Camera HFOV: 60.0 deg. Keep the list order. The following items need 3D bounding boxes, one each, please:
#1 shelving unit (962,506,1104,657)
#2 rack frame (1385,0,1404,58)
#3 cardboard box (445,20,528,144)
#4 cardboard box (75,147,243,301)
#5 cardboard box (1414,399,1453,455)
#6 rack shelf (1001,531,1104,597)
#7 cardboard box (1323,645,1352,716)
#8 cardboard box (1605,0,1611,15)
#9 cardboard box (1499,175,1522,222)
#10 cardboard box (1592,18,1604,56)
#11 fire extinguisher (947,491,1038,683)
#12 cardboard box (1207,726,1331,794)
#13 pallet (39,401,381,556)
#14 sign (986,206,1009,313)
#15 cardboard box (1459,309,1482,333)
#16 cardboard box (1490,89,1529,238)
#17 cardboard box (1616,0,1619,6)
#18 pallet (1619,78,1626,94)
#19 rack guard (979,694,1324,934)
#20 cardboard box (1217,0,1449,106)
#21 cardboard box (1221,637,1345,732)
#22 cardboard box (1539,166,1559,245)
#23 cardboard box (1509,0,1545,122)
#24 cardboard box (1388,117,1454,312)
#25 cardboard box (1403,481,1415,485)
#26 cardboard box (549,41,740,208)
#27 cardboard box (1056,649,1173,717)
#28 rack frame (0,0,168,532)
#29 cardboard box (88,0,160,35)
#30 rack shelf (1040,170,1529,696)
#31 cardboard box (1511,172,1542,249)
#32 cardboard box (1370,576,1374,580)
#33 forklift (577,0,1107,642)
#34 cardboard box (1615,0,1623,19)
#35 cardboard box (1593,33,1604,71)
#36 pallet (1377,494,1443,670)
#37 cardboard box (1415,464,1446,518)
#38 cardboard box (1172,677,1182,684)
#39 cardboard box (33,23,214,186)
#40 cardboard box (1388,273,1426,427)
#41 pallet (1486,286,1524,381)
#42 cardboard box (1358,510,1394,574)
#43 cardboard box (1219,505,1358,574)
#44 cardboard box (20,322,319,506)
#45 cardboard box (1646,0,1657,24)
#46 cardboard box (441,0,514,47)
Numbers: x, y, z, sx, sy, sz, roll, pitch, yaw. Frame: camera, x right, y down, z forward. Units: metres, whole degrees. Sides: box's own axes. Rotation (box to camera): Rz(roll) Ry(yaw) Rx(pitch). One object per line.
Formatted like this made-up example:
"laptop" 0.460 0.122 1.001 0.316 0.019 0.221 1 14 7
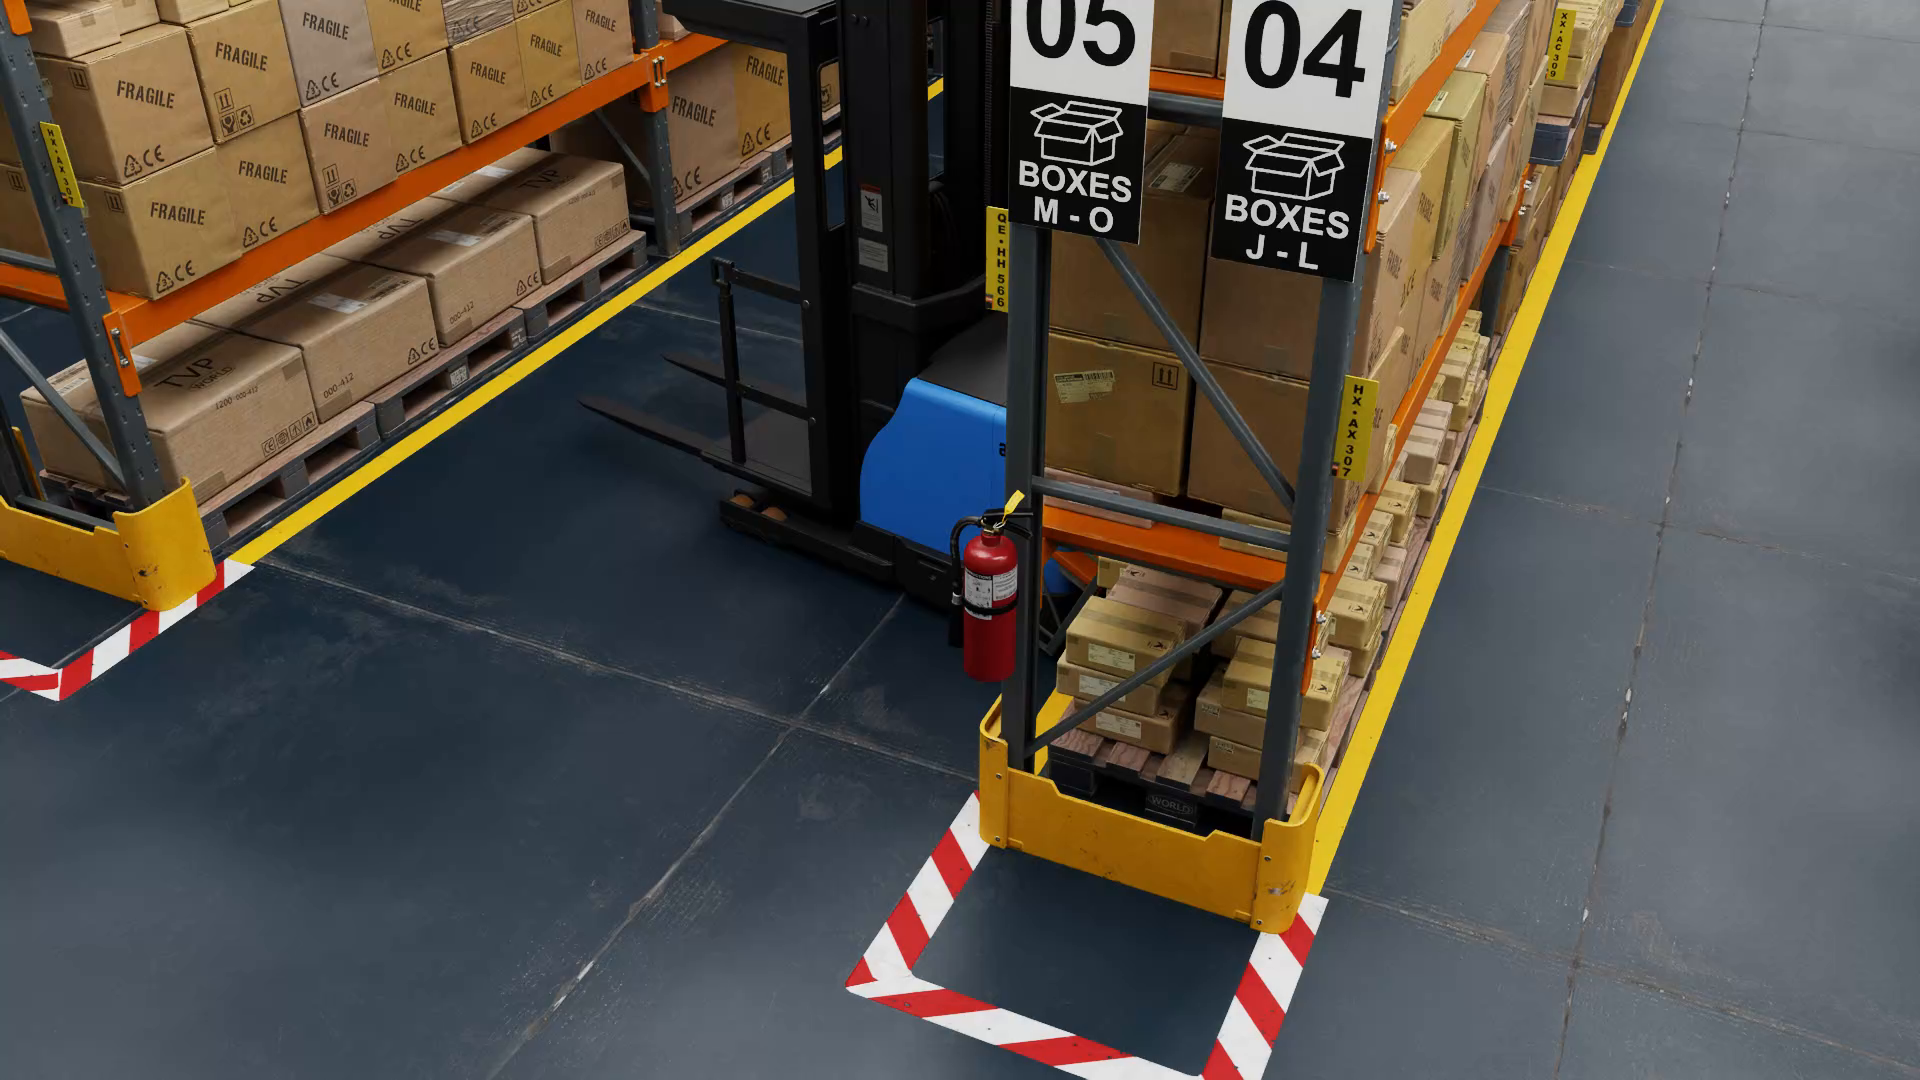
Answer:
"shelving unit" 0.666 -0.269 6.967 0.538 1.125 1.048 38 44 9
"rack frame" 0.620 -2.583 3.483 1.000 3.000 0.127 14 36 20
"cardboard box" -2.614 -2.393 8.572 0.500 0.500 0.500 14 36 20
"cardboard box" -3.457 -1.375 7.020 0.500 0.500 0.500 14 36 20
"cardboard box" 2.003 -0.532 7.501 0.380 0.149 0.250 12 35 18
"rack shelf" 0.578 -0.115 7.135 0.538 0.278 1.000 38 44 9
"cardboard box" 1.238 0.492 6.209 0.380 0.149 0.250 14 36 20
"cardboard box" 3.203 -2.868 8.691 0.380 0.149 0.250 14 36 20
"cardboard box" 2.378 -1.612 7.702 0.380 0.149 0.250 13 36 19
"cardboard box" 3.090 -2.610 8.570 0.380 0.149 0.250 15 36 22
"fire extinguisher" 0.095 0.133 5.222 0.296 0.674 0.183 14 36 20
"cardboard box" 1.130 0.755 6.080 0.380 0.149 0.250 15 36 21
"pallet" -3.655 -0.410 8.182 1.003 0.211 1.213 14 36 20
"sign" 0.124 -0.828 4.933 0.100 0.325 0.005 14 36 20
"cardboard box" 2.381 -1.062 8.308 0.380 0.149 0.250 15 36 22
"cardboard box" 2.129 -1.669 7.197 0.500 0.500 0.500 13 35 19
"cardboard box" 3.528 -3.132 9.365 0.380 0.149 0.250 13 36 20
"pallet" 4.877 -3.873 13.465 1.003 0.211 1.213 14 36 20
"rack guard" 0.652 0.933 5.871 1.175 0.500 0.348 14 36 20
"cardboard box" 1.040 -1.431 4.598 0.500 0.250 0.500 15 36 22
"cardboard box" 1.148 0.510 5.910 0.380 0.149 0.250 13 35 18
"cardboard box" 3.270 -2.032 10.010 0.500 0.500 0.500 15 36 21
"cardboard box" 2.131 -2.096 6.937 0.500 0.500 0.500 13 35 19
"cardboard box" 1.254 -1.074 5.378 0.500 0.500 0.500 15 36 22
"cardboard box" 1.839 -0.307 7.428 0.380 0.149 0.250 12 35 18
"cardboard box" -2.058 -2.766 10.788 0.875 0.875 0.875 15 36 22
"cardboard box" 0.581 0.489 6.214 0.380 0.149 0.250 13 36 19
"rack frame" -3.919 -1.160 6.783 1.000 3.000 0.127 14 36 20
"cardboard box" -3.474 -2.151 6.700 0.380 0.149 0.250 15 36 22
"rack shelf" 1.456 -0.770 6.844 1.077 0.370 4.000 14 36 20
"cardboard box" 2.842 -1.818 9.000 0.500 0.250 0.500 13 35 18
"cardboard box" 1.489 0.229 6.882 0.380 0.149 0.250 14 36 21
"forklift" -0.513 -1.424 7.248 3.031 2.935 1.130 21 39 29
"cardboard box" 3.636 -3.141 9.650 0.380 0.149 0.250 15 36 22
"cardboard box" 3.201 -2.616 8.850 0.380 0.149 0.250 15 36 21
"pallet" 1.535 0.052 7.478 1.003 0.211 1.213 14 36 20
"cardboard box" 2.006 -0.261 7.629 0.380 0.149 0.250 14 36 20
"cardboard box" 0.666 0.481 6.498 0.380 0.149 0.250 15 36 22
"cardboard box" -3.459 -1.793 6.746 0.500 0.500 0.500 13 36 19
"cardboard box" 1.259 -0.673 5.679 0.500 0.500 0.500 14 36 21
"pallet" 2.618 -1.289 9.523 1.003 0.211 1.213 14 36 20
"cardboard box" 1.529 -0.029 6.733 0.380 0.149 0.250 16 36 22
"cardboard box" 1.053 -0.055 5.328 0.380 0.149 0.250 14 36 20
"cardboard box" -3.733 -0.615 7.907 0.875 0.438 0.875 13 35 19
"cardboard box" 5.462 -4.956 14.241 1.050 0.750 0.750 14 36 20
"cardboard box" -2.616 -2.807 8.292 0.500 0.500 0.500 15 36 21
